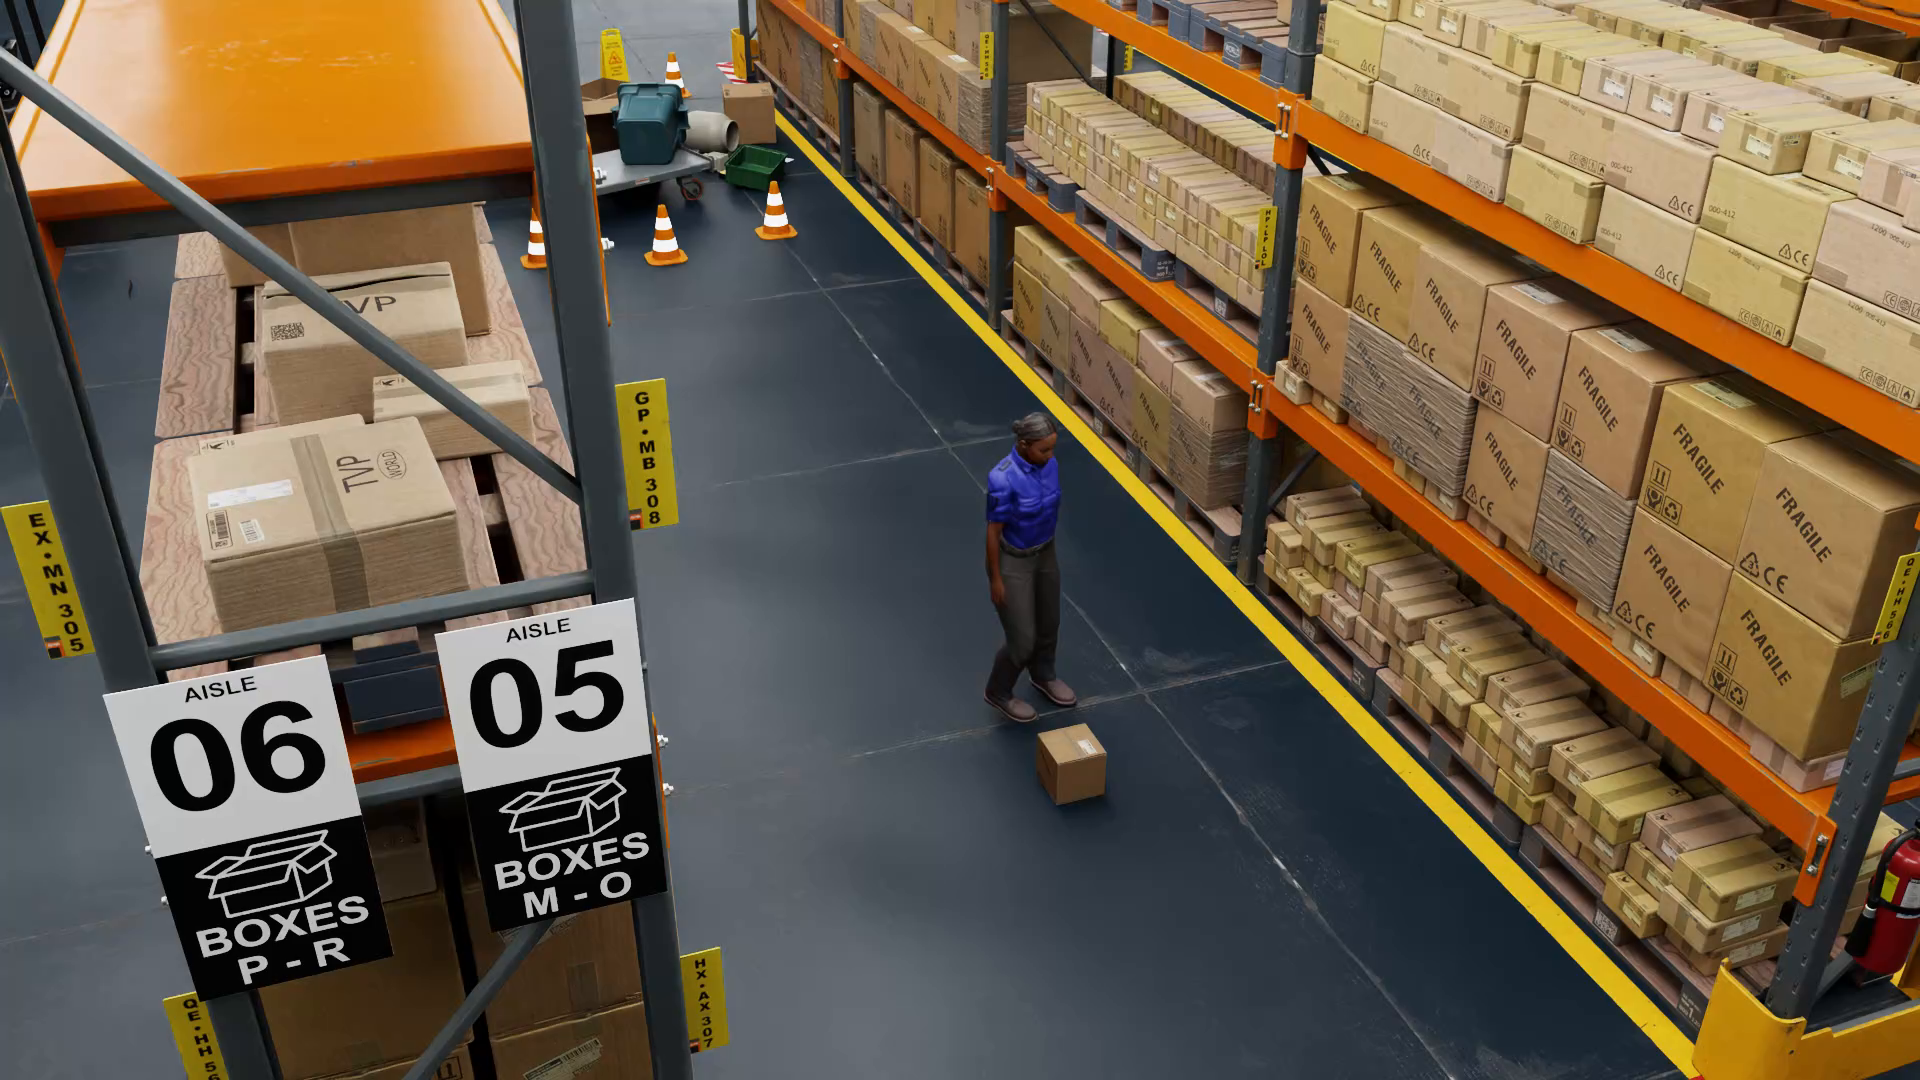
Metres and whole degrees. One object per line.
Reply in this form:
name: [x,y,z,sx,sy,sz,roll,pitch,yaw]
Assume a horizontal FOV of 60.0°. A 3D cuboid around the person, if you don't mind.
person: [0.338,0.133,8.073,0.369,1.656,0.489,26,39,37]
